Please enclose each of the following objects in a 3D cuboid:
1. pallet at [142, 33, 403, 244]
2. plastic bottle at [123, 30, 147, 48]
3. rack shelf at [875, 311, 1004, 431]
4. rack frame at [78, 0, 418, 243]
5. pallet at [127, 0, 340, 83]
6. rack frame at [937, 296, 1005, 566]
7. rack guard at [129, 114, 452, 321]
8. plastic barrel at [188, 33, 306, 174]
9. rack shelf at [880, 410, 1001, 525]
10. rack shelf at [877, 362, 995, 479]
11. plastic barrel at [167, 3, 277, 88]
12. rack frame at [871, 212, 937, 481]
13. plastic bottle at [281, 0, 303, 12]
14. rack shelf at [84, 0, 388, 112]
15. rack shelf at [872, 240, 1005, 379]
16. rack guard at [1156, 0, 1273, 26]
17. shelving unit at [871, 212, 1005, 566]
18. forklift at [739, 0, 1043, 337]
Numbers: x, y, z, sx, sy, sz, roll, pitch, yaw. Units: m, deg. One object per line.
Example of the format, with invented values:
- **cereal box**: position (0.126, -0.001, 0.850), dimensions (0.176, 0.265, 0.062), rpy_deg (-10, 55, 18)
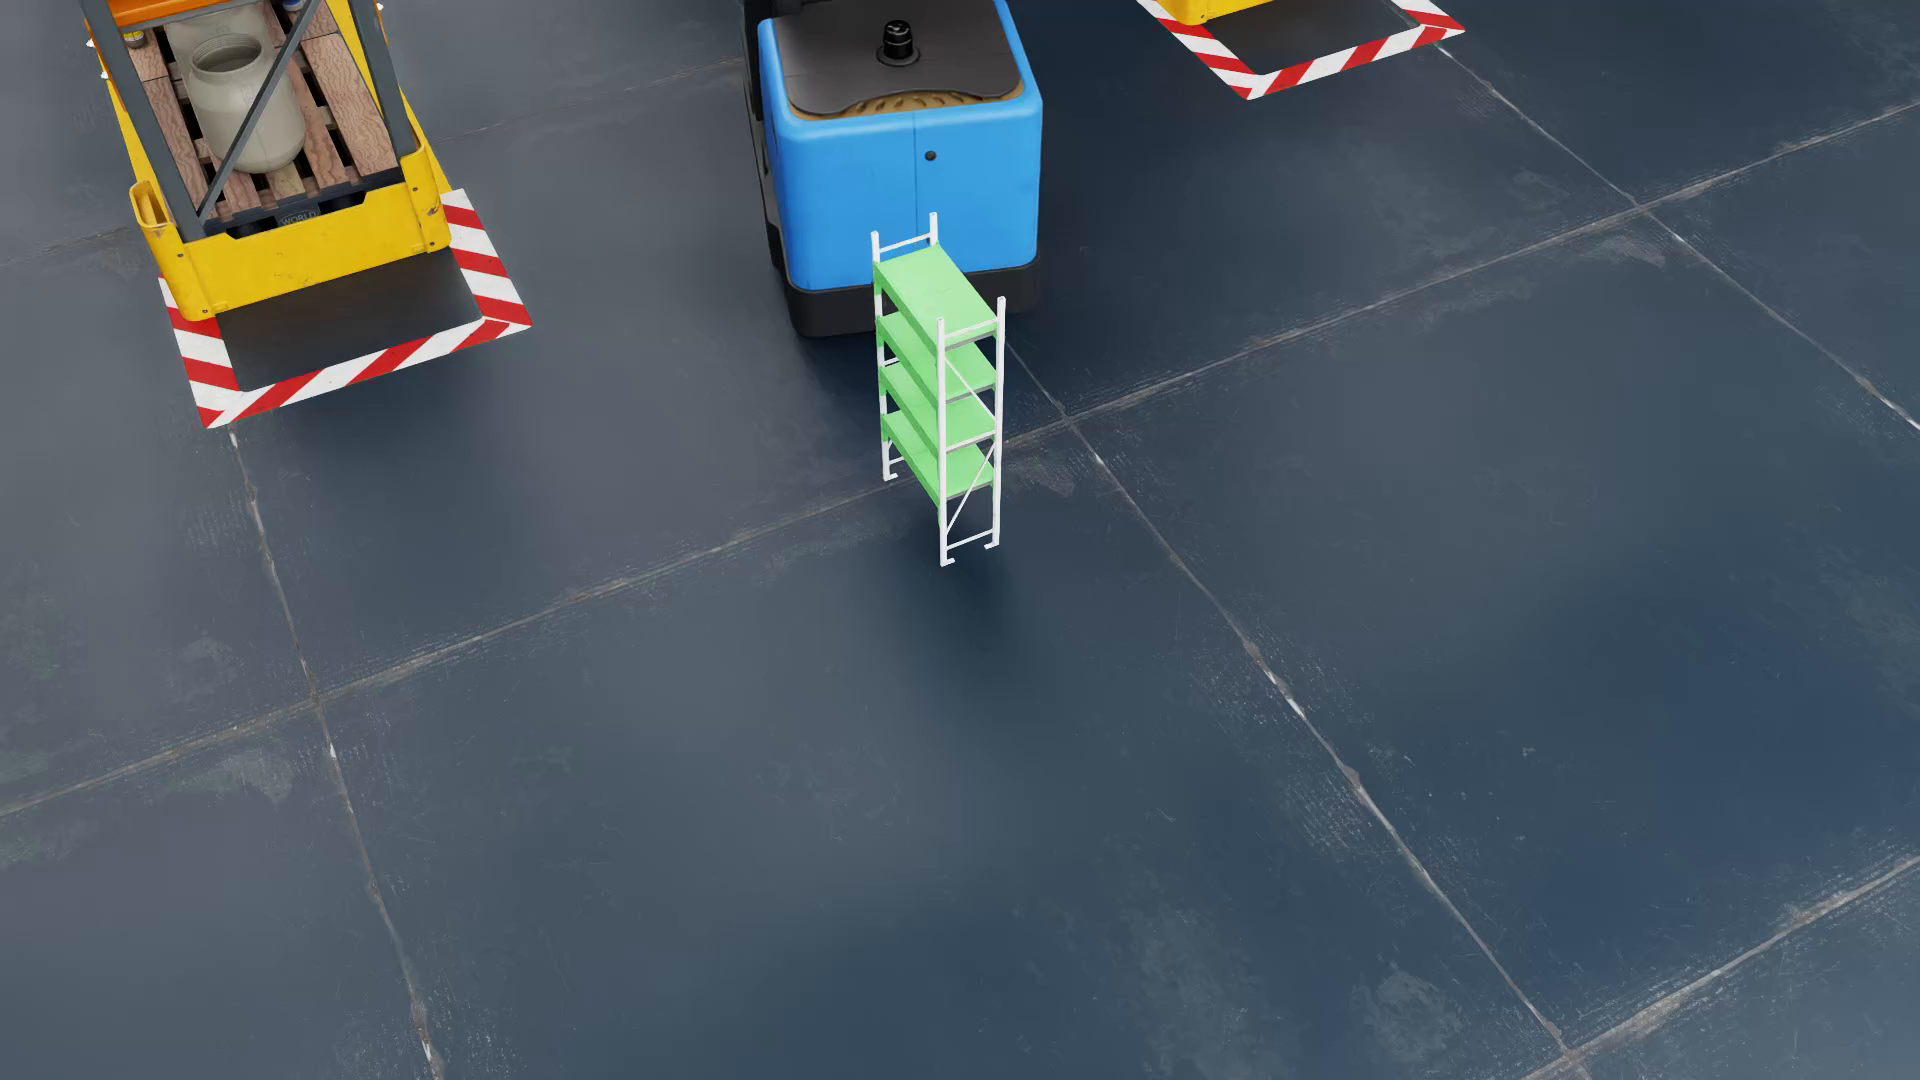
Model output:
- **pallet**: position (-3.211, -1.843, 7.721), dimensions (1.003, 0.211, 1.213), rpy_deg (-21, 52, -18)
- **plastic bottle**: position (-3.998, -2.482, 7.995), dimensions (0.097, 0.201, 0.097), rpy_deg (0, 49, 0)
- **rack shelf**: position (-0.076, -0.622, 5.763), dimensions (0.258, 0.148, 0.480), rpy_deg (-21, 52, -18)
- **rack frame**: position (-2.768, -2.181, 6.164), dimensions (1.000, 3.000, 0.127), rpy_deg (-21, 52, -18)
- **pallet**: position (-3.765, -2.658, 8.435), dimensions (1.003, 0.211, 1.213), rpy_deg (-21, 52, -18)
- **rack frame**: position (0.036, -0.342, 5.752), dimensions (0.240, 1.200, 0.015), rpy_deg (-21, 52, -18)
- **rack guard**: position (-2.844, -1.392, 7.136), dimensions (1.175, 0.500, 0.348), rpy_deg (-21, 52, -18)
- **plastic barrel**: position (-3.137, -1.914, 7.305), dimensions (0.421, 0.512, 0.421), rpy_deg (0, 49, 0)
- **rack shelf**: position (-0.076, -0.306, 6.124), dimensions (0.258, 0.148, 0.480), rpy_deg (-21, 52, -18)
- **rack shelf**: position (-0.076, -0.464, 5.943), dimensions (0.258, 0.148, 0.480), rpy_deg (-21, 52, -18)
- **plastic barrel**: position (-3.366, -2.249, 7.598), dimensions (0.421, 0.512, 0.421), rpy_deg (0, 49, 0)
- **rack frame**: position (-0.187, -0.669, 6.038), dimensions (0.240, 1.200, 0.015), rpy_deg (-21, 52, -18)
- **plastic bottle**: position (-3.320, -2.748, 8.181), dimensions (0.097, 0.271, 0.097), rpy_deg (0, 49, 0)
- **rack shelf**: position (-3.683, -3.282, 7.606), dimensions (1.077, 0.370, 4.000), rpy_deg (-21, 52, -18)
- **rack shelf**: position (-0.076, -0.780, 5.582), dimensions (0.258, 0.148, 0.480), rpy_deg (-21, 52, -18)
- **rack guard**: position (1.602, -3.114, 8.642), dimensions (1.175, 0.500, 0.348), rpy_deg (-21, 52, -18)
- **shelving unit**: position (-0.076, -0.506, 5.895), dimensions (0.258, 1.200, 0.503), rpy_deg (-21, 52, -18)
- **forklift**: position (-0.438, -2.936, 6.871), dimensions (1.130, 2.935, 3.031), rpy_deg (-8, 49, -7)
